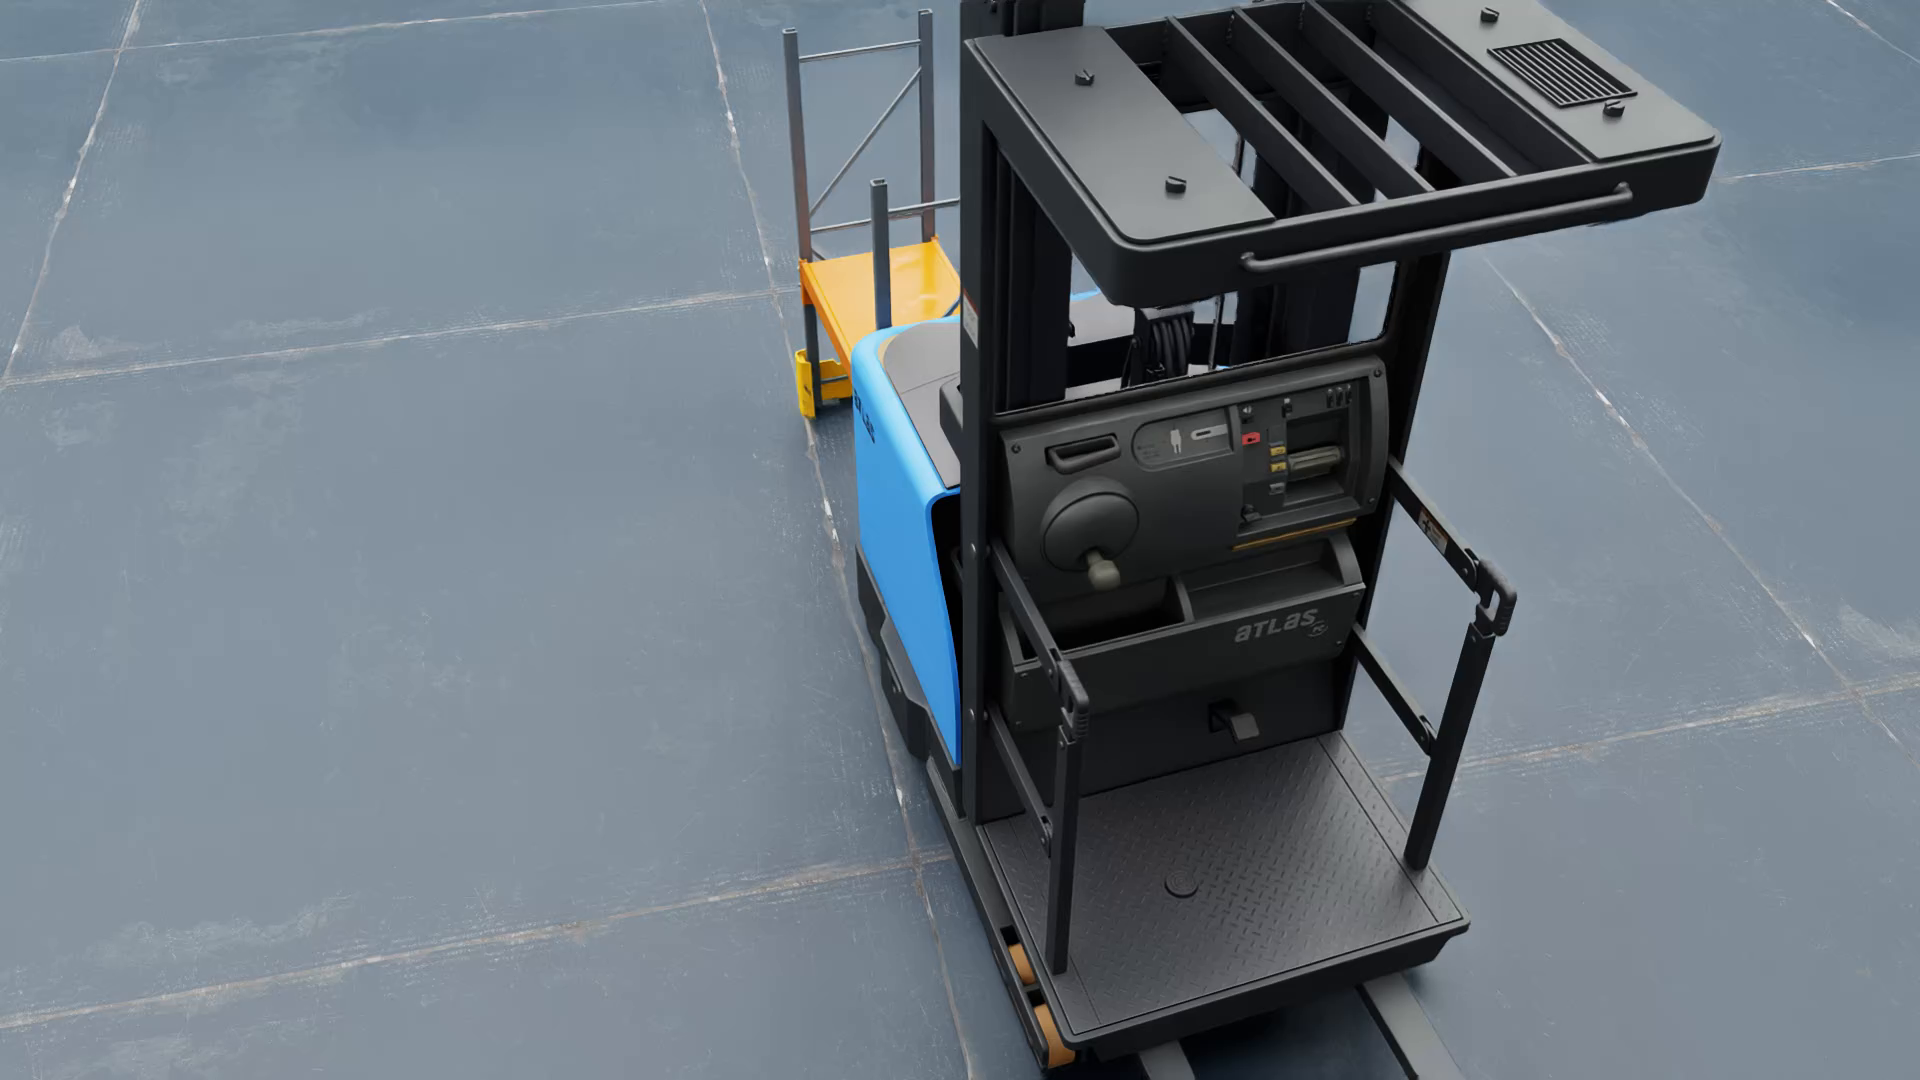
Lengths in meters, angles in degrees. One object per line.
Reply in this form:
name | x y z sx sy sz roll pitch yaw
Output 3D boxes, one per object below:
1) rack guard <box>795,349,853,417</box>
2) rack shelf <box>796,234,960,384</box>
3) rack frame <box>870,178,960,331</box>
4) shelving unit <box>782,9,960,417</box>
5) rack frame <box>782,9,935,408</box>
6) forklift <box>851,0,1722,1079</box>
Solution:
rack guard | -0.324 -0.641 6.284 0.587 0.250 0.087 -12 43 -14
rack shelf | -0.169 -0.666 5.641 0.538 0.185 1.000 -12 43 -14
rack frame | -0.009 -0.480 5.161 0.500 1.500 0.032 -12 43 -14
shelving unit | -0.167 -0.794 5.515 0.587 1.500 1.083 -12 43 -14
rack frame | -0.330 -1.120 5.882 0.500 1.500 0.032 -12 43 -14
forklift | 0.616 -0.063 3.614 1.130 2.935 3.031 -12 43 -14
